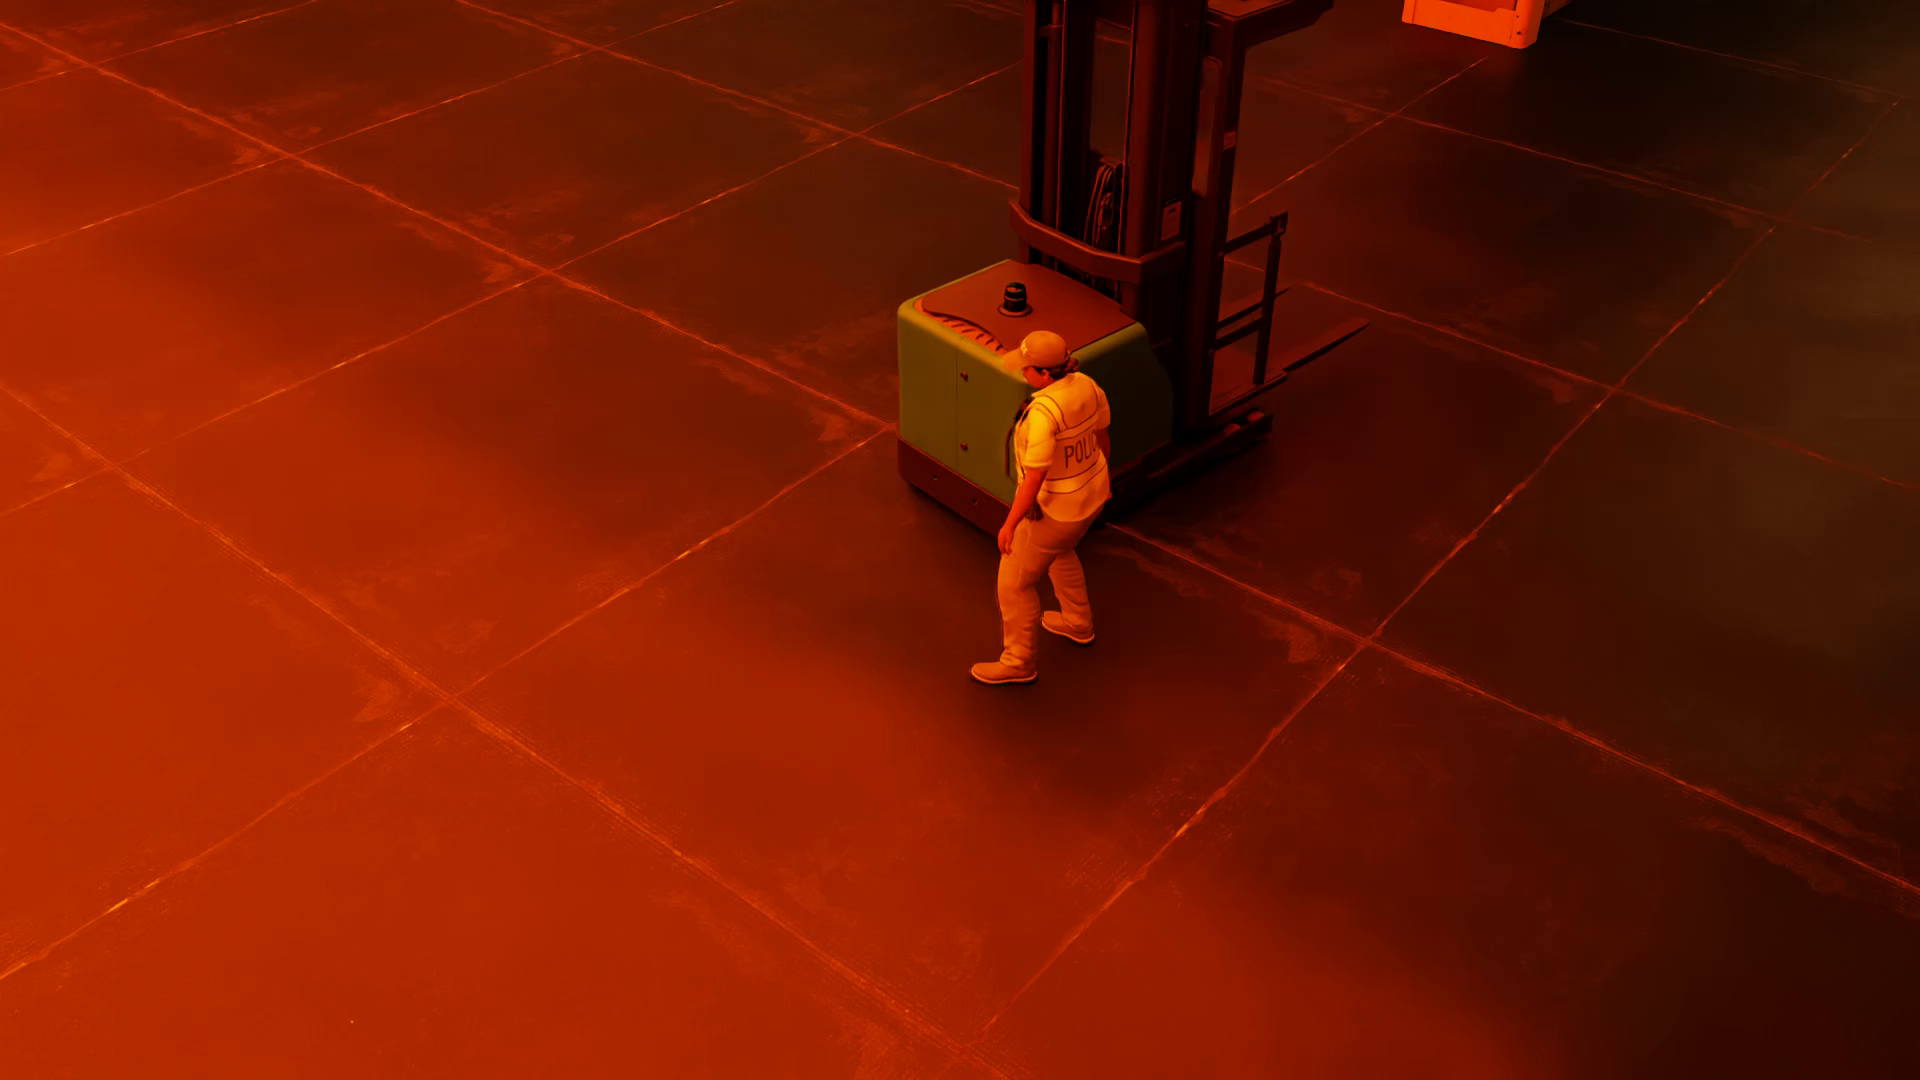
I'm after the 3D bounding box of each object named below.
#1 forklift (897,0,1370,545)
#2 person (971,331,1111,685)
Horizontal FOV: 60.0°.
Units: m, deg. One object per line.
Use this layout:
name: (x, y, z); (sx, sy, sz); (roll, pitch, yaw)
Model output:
forklift: (1.103, -1.867, 8.585); (3.031, 2.935, 1.130); (-28, 44, -33)
person: (0.385, -0.167, 7.351); (0.459, 1.640, 0.778); (21, 41, 26)
